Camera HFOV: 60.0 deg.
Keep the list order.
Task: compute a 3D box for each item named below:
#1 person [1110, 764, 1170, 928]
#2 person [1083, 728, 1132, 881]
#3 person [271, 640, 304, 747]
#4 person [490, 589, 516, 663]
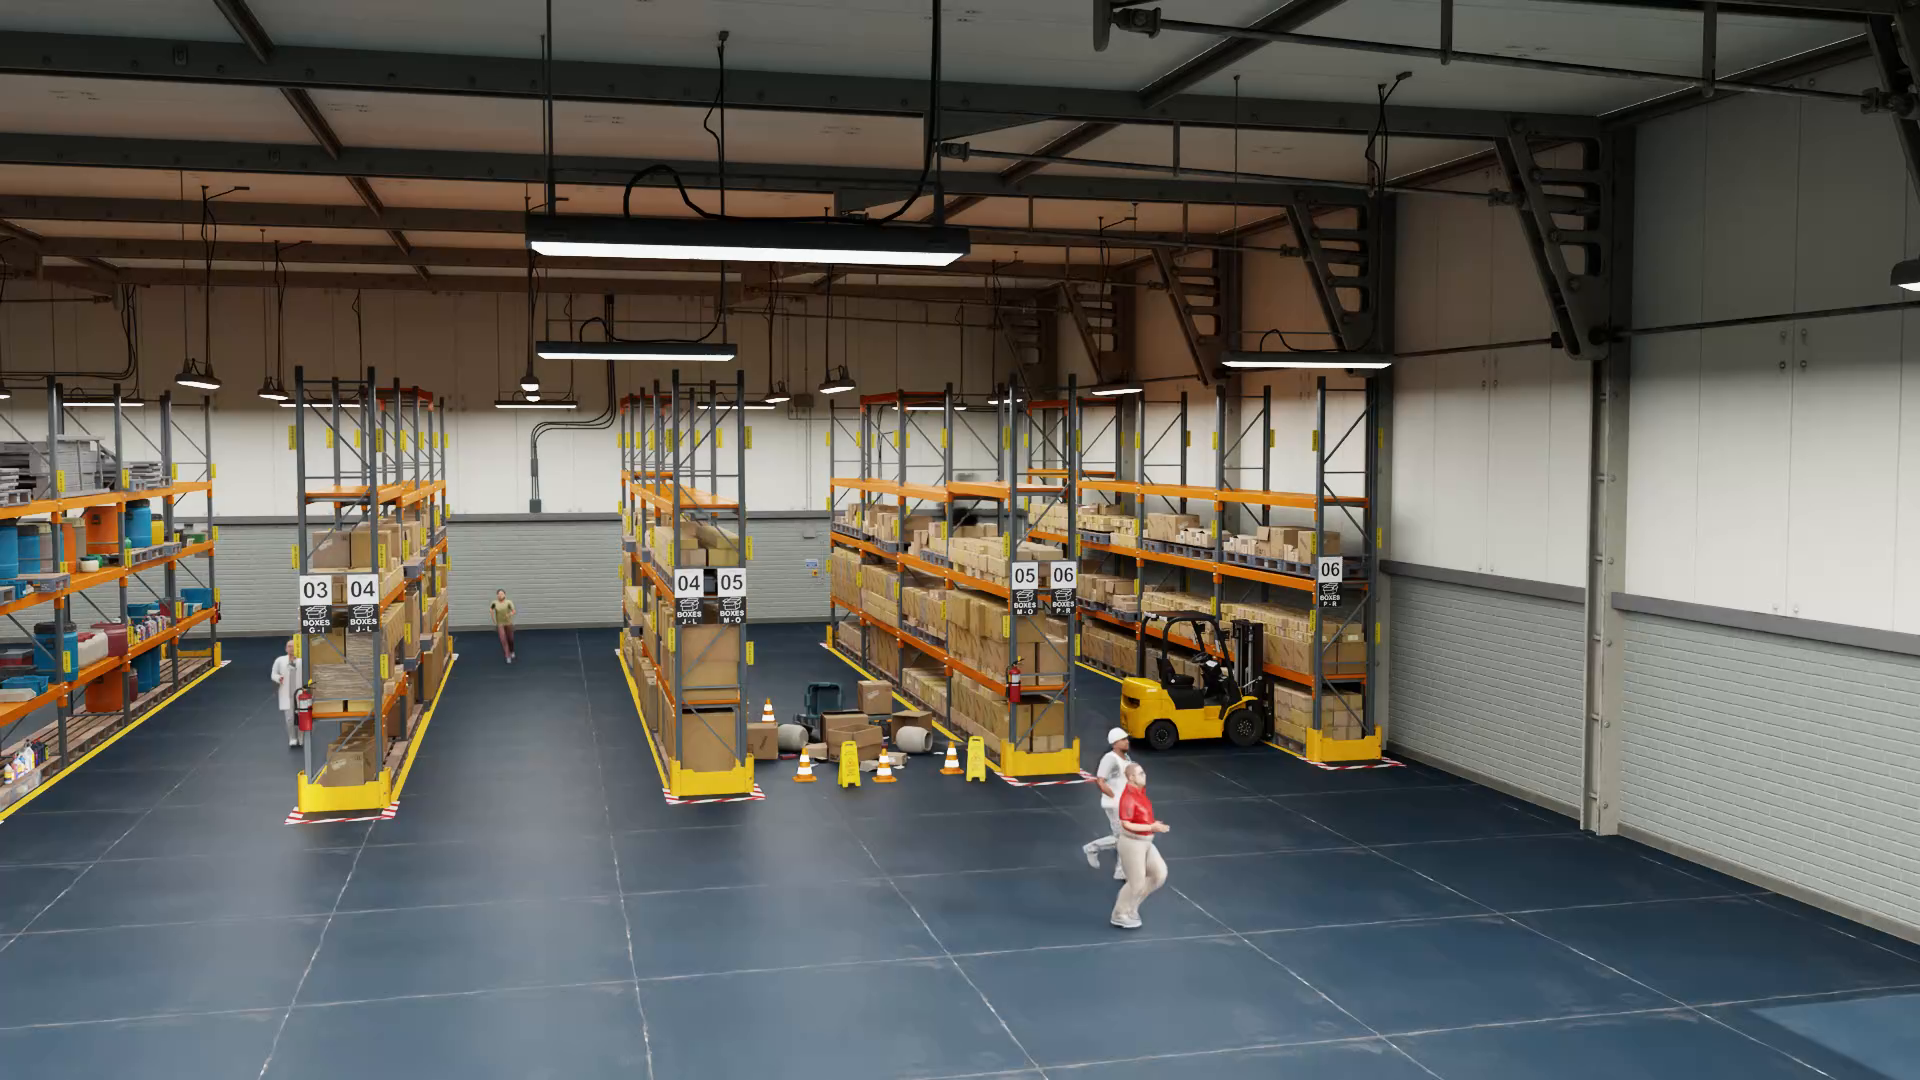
[{"bbox_3d":[1.872,3.138,17.021,0.638,1.705,0.640,1,4,23],"label":"person"},{"bbox_3d":[1.744,3.006,18.971,0.665,1.737,0.673,2,4,29],"label":"person"},{"bbox_3d":[-10.837,2.510,27.046,0.683,1.751,0.690,-1,4,-18],"label":"person"},{"bbox_3d":[-10.317,1.923,37.529,0.572,1.642,0.961,-1,4,-14],"label":"person"}]
